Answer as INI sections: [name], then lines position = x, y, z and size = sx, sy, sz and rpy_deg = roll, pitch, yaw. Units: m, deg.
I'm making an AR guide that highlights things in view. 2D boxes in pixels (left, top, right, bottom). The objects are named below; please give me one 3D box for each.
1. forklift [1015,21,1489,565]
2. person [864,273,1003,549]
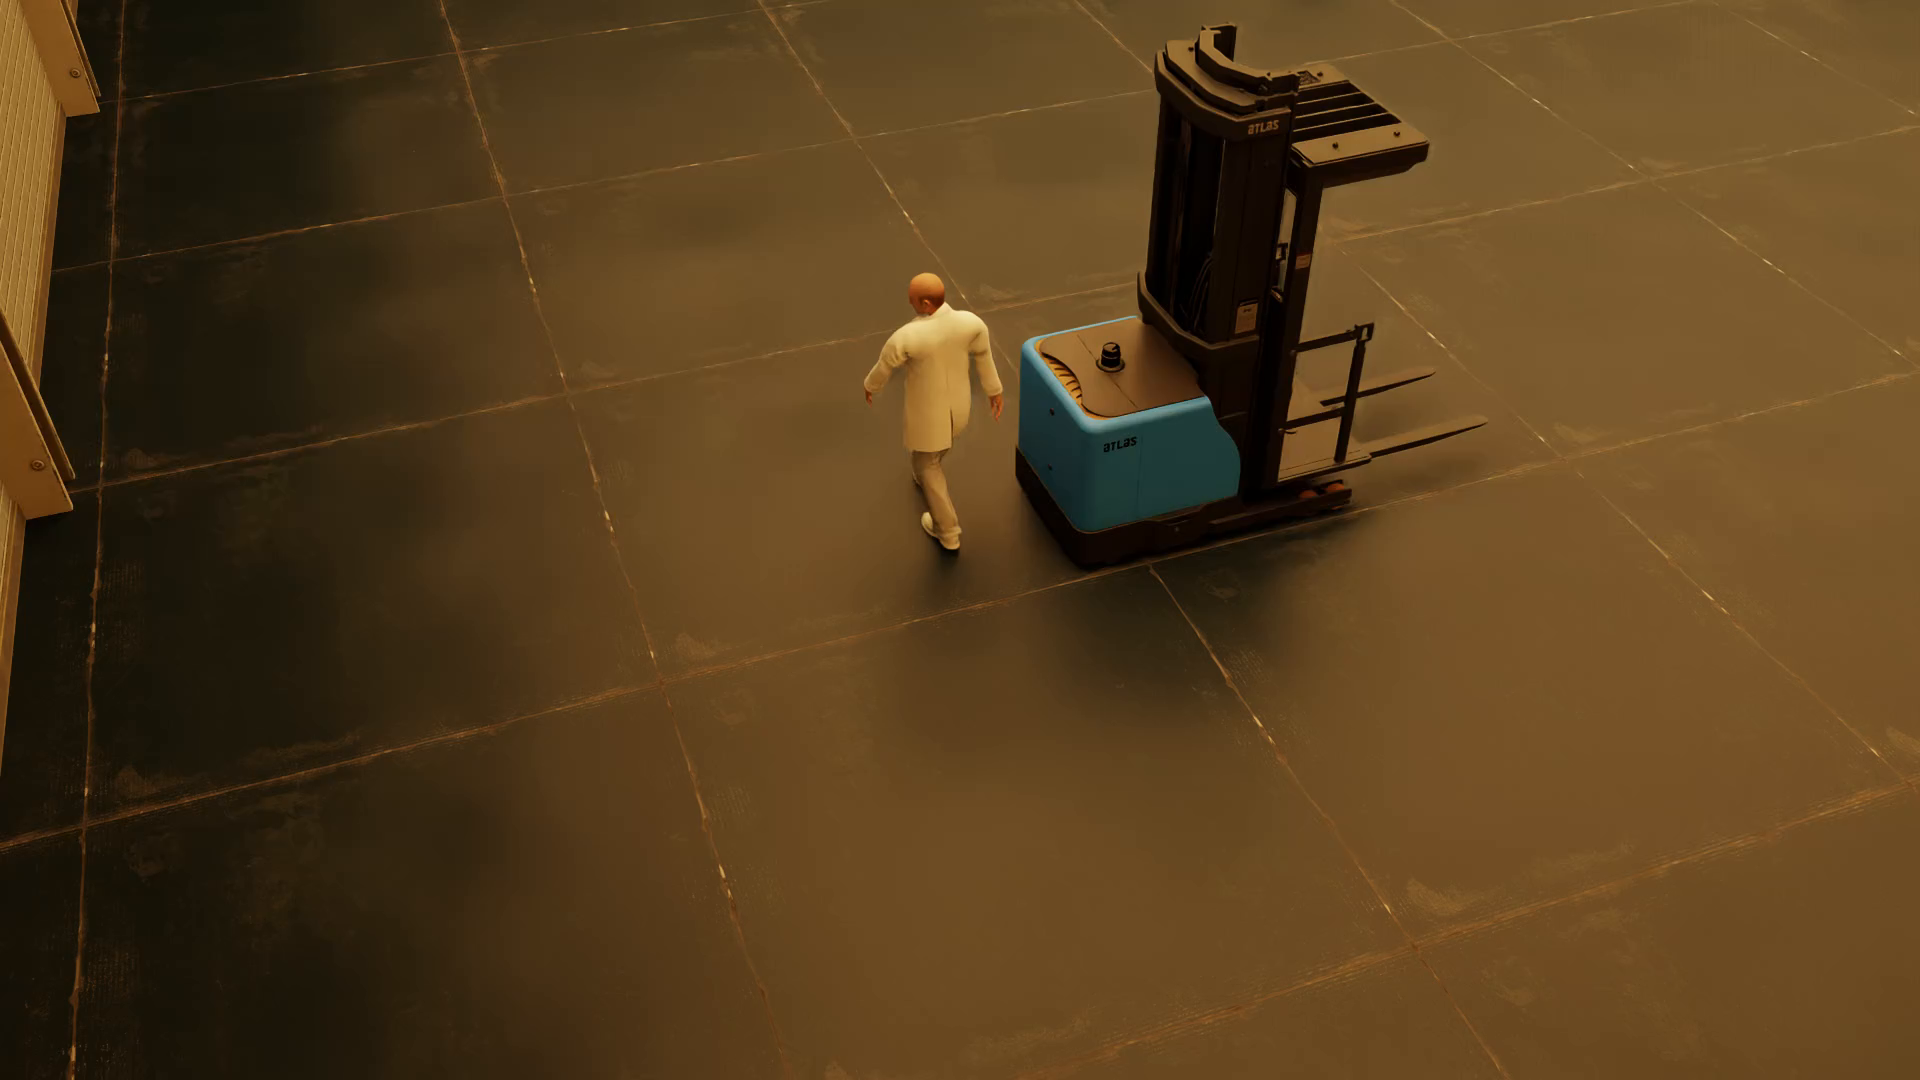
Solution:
[forklift]
position = 1.924, -1.573, 9.870
size = 3.031, 2.935, 1.130
rpy_deg = -14, 42, -16
[person]
position = -0.170, -0.904, 10.012
size = 0.724, 1.730, 0.992
rpy_deg = -21, 44, -23
